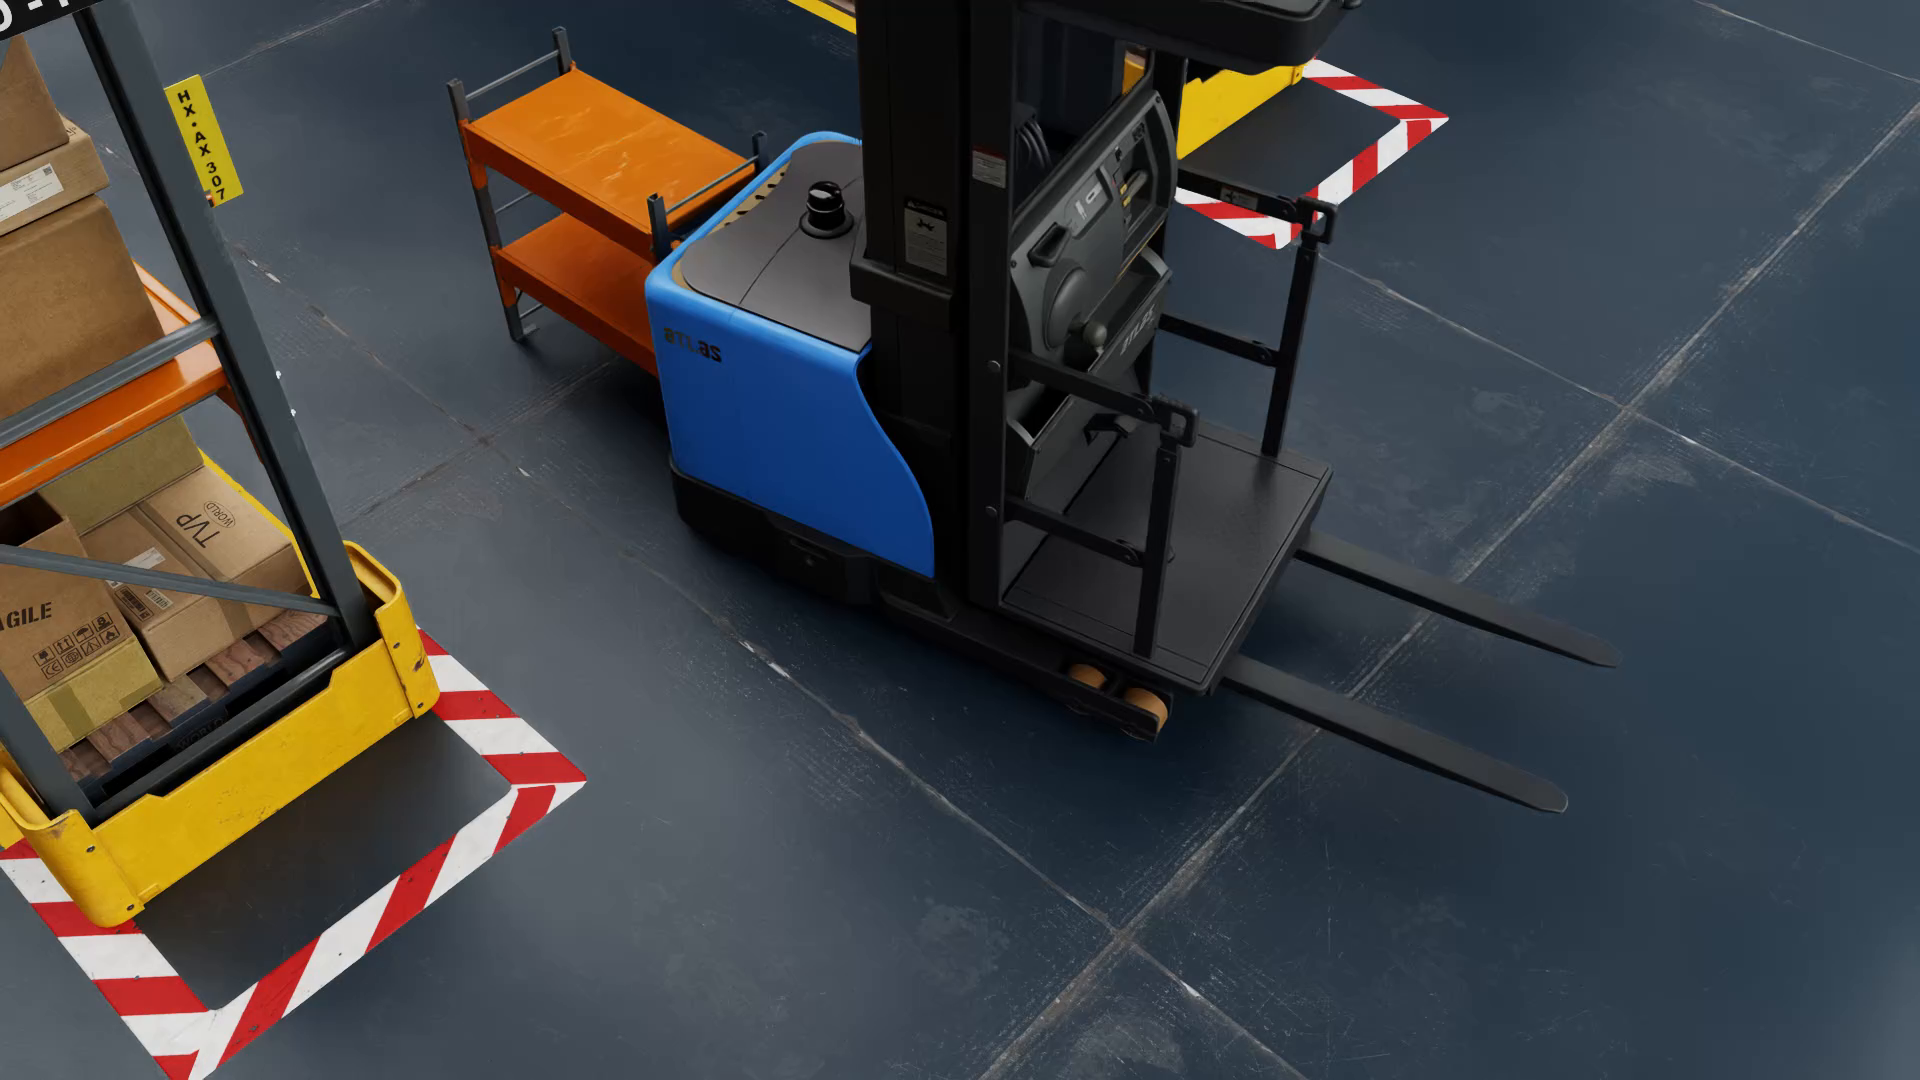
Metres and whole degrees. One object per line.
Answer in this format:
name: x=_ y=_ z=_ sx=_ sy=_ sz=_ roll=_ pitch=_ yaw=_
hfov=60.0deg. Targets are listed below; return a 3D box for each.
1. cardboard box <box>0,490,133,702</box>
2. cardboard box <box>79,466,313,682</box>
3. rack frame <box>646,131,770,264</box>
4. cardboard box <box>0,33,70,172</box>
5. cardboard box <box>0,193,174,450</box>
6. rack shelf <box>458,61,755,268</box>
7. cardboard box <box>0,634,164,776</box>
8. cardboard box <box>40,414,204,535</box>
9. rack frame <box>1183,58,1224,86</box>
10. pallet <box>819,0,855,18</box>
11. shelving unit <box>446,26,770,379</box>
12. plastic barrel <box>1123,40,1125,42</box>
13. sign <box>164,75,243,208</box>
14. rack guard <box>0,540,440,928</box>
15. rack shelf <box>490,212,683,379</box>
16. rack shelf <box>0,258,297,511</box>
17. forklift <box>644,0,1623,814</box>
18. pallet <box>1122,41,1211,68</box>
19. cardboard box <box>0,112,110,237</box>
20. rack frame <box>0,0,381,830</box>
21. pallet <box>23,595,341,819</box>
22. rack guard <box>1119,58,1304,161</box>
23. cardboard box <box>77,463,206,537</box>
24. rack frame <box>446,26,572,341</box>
cardboard box: x=-2.763 y=0.119 z=4.665 sx=0.500 sy=0.500 sz=0.500 roll=34 pitch=55 yaw=28
cardboard box: x=-2.410 y=0.097 z=5.200 sx=0.500 sy=0.250 sz=0.500 roll=34 pitch=55 yaw=28
rack frame: x=-0.809 y=-0.817 z=5.746 sx=0.032 sy=1.125 sz=0.500 roll=32 pitch=55 yaw=27
cardboard box: x=-2.540 y=-1.058 z=3.728 sx=0.500 sy=0.500 sz=0.700 roll=34 pitch=55 yaw=28
cardboard box: x=-2.501 y=-0.588 z=4.176 sx=0.500 sy=0.500 sz=0.700 roll=34 pitch=55 yaw=28
rack shelf: x=-1.193 y=-1.260 z=5.760 sx=1.000 sy=0.278 sz=0.538 roll=32 pitch=55 yaw=27
cardboard box: x=-2.761 y=0.374 z=4.939 sx=0.500 sy=0.250 sz=0.500 roll=34 pitch=55 yaw=28
cardboard box: x=-2.779 y=-0.406 z=5.157 sx=0.500 sy=0.500 sz=0.500 roll=34 pitch=55 yaw=28
rack frame: x=1.196 y=-2.968 z=6.479 sx=0.127 sy=3.000 sz=1.000 roll=34 pitch=55 yaw=28
pallet: x=-0.378 y=-3.034 z=8.454 sx=1.213 sy=0.211 sz=1.003 roll=34 pitch=55 yaw=28
shelving unit: x=-1.193 y=-1.060 z=5.974 sx=1.048 sy=1.125 sz=0.538 roll=32 pitch=55 yaw=27
plastic barrel: x=0.660 y=-2.545 z=7.500 sx=0.421 sy=0.512 sz=0.421 roll=0 pitch=47 yaw=0
sign: x=-1.786 y=-0.934 z=3.921 sx=0.005 sy=0.325 sz=0.100 roll=34 pitch=55 yaw=28
rack guard: x=-2.149 y=0.551 z=4.890 sx=0.348 sy=0.500 sz=1.175 roll=34 pitch=55 yaw=28
rack shelf: x=-1.193 y=-0.893 z=6.152 sx=1.000 sy=0.278 sz=0.538 roll=32 pitch=55 yaw=27
rack shelf: x=-3.636 y=-1.059 z=5.180 sx=4.000 sy=0.370 sz=1.077 roll=34 pitch=55 yaw=28
forklift: x=0.559 y=-0.831 z=4.519 sx=3.031 sy=2.935 sz=1.130 roll=22 pitch=51 yaw=20
pallet: x=0.514 y=-2.431 z=7.887 sx=1.213 sy=0.211 sz=1.003 roll=34 pitch=55 yaw=28
cardboard box: x=-2.309 y=-0.882 z=4.007 sx=0.250 sy=0.149 sz=0.380 roll=34 pitch=55 yaw=27
rack frame: x=-2.167 y=-0.316 z=3.989 sx=0.127 sy=3.000 sz=1.000 roll=34 pitch=55 yaw=28
pallet: x=-2.757 y=0.282 z=5.340 sx=1.213 sy=0.211 sz=1.003 roll=34 pitch=55 yaw=28
rack guard: x=1.108 y=-2.125 z=7.402 sx=0.348 sy=0.500 sz=1.175 roll=34 pitch=55 yaw=28
cardboard box: x=-2.780 y=-0.149 z=5.430 sx=0.500 sy=0.250 sz=0.500 roll=34 pitch=55 yaw=28
rack frame: x=-1.577 y=-1.303 z=6.201 sx=0.032 sy=1.125 sz=0.500 roll=32 pitch=55 yaw=27
